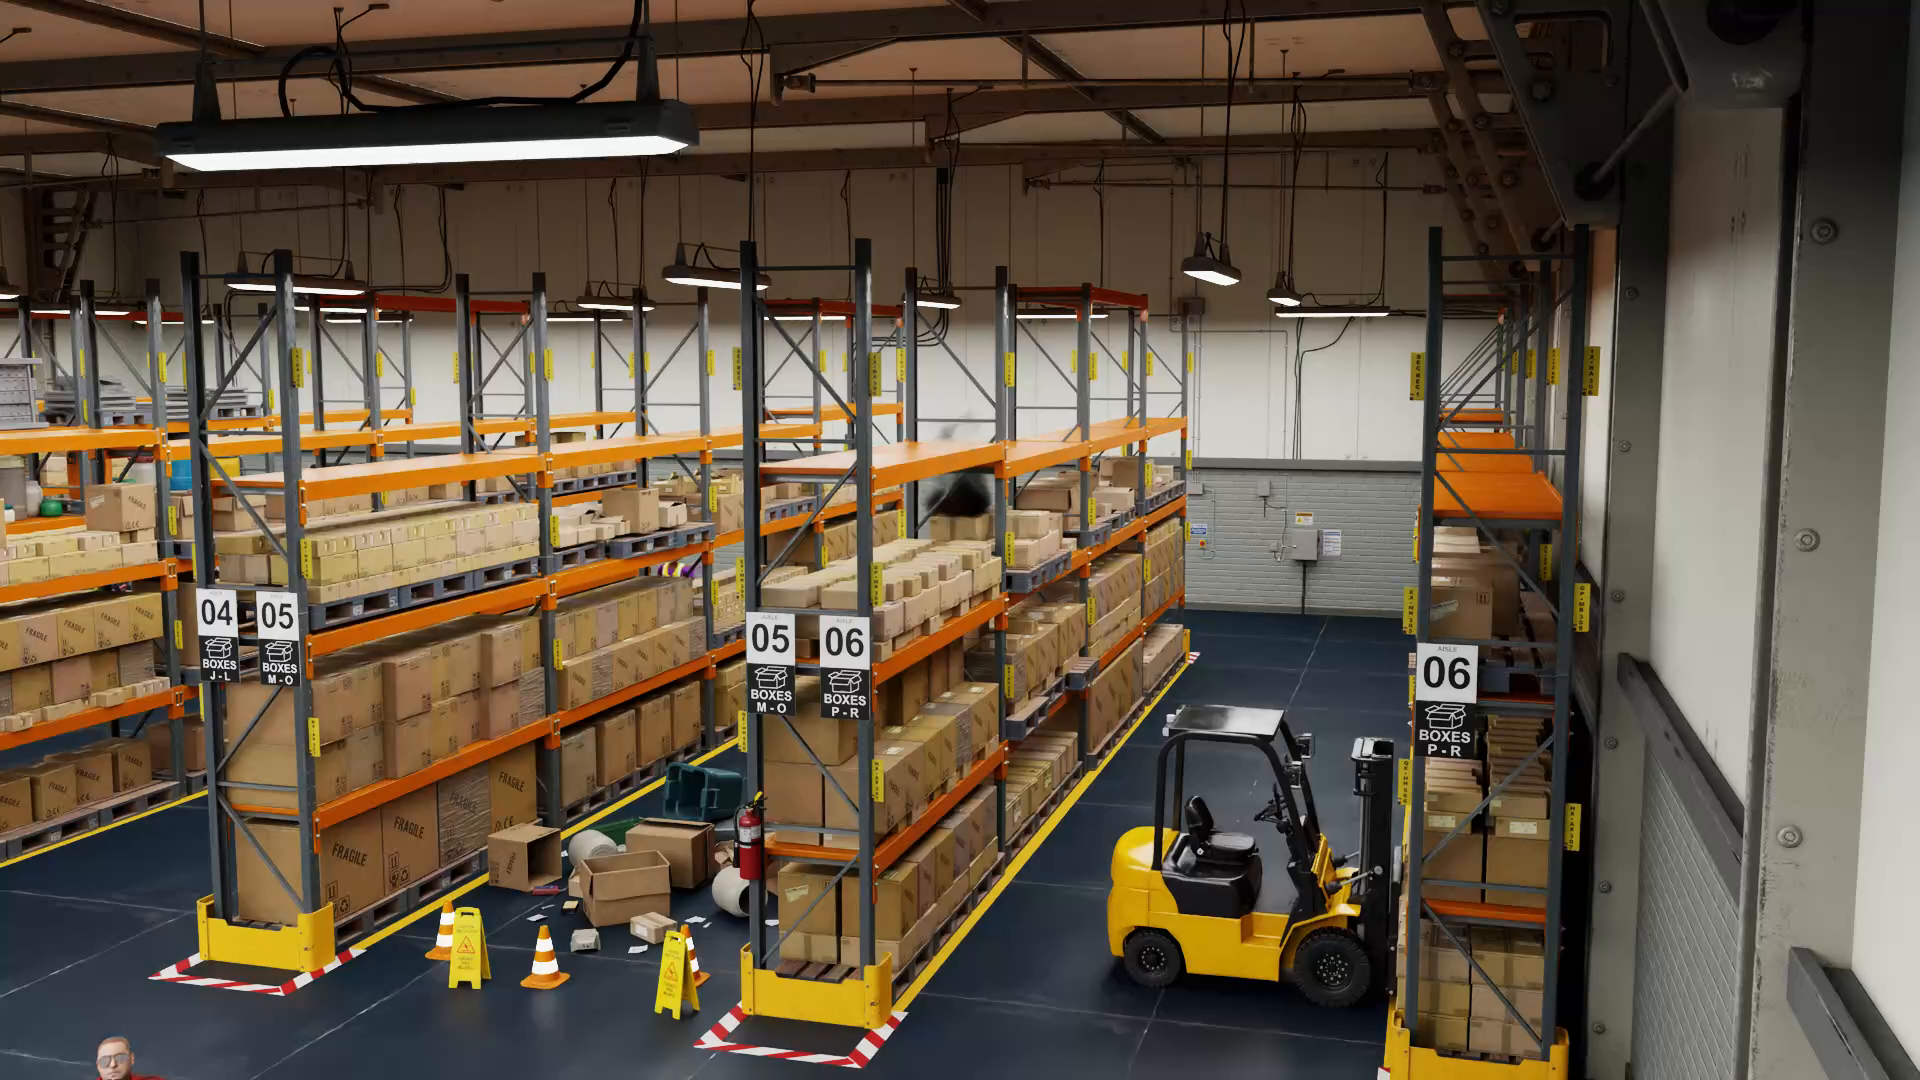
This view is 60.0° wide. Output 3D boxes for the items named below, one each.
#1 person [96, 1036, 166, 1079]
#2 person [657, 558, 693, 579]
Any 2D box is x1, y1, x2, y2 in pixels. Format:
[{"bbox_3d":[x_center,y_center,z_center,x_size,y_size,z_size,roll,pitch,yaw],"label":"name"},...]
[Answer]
[{"bbox_3d":[-4.365,3.378,8.659,0.667,1.661,0.633,-3,7,-24],"label":"person"},{"bbox_3d":[-5.001,1.031,29.136,0.726,1.815,0.865,1,6,6],"label":"person"}]
